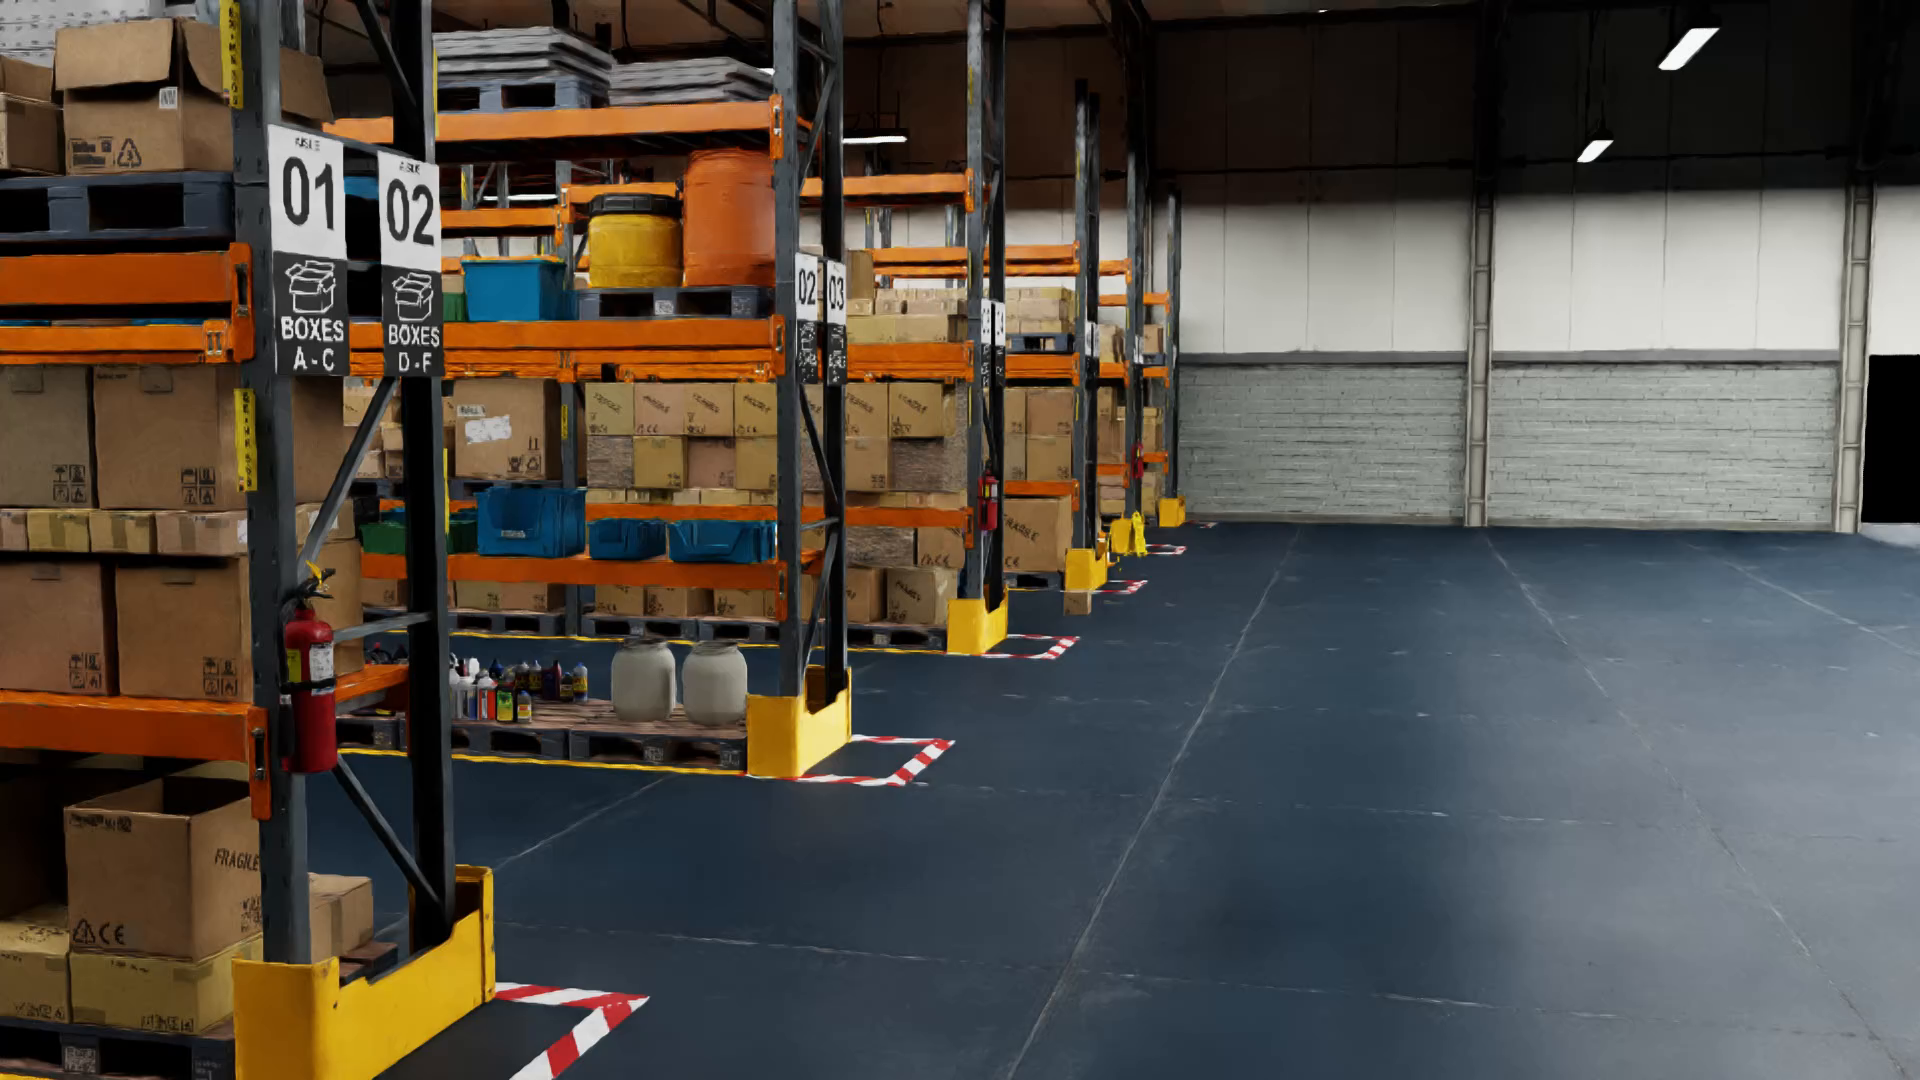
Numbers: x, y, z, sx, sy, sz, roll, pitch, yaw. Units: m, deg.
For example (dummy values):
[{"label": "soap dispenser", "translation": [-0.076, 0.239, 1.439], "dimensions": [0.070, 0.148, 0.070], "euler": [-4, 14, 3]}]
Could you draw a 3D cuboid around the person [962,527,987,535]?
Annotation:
[{"label": "person", "translation": [0.171, 0.052, 18.130], "dimensions": [0.370, 1.370, 0.351], "euler": [2, 5, 19]}]
